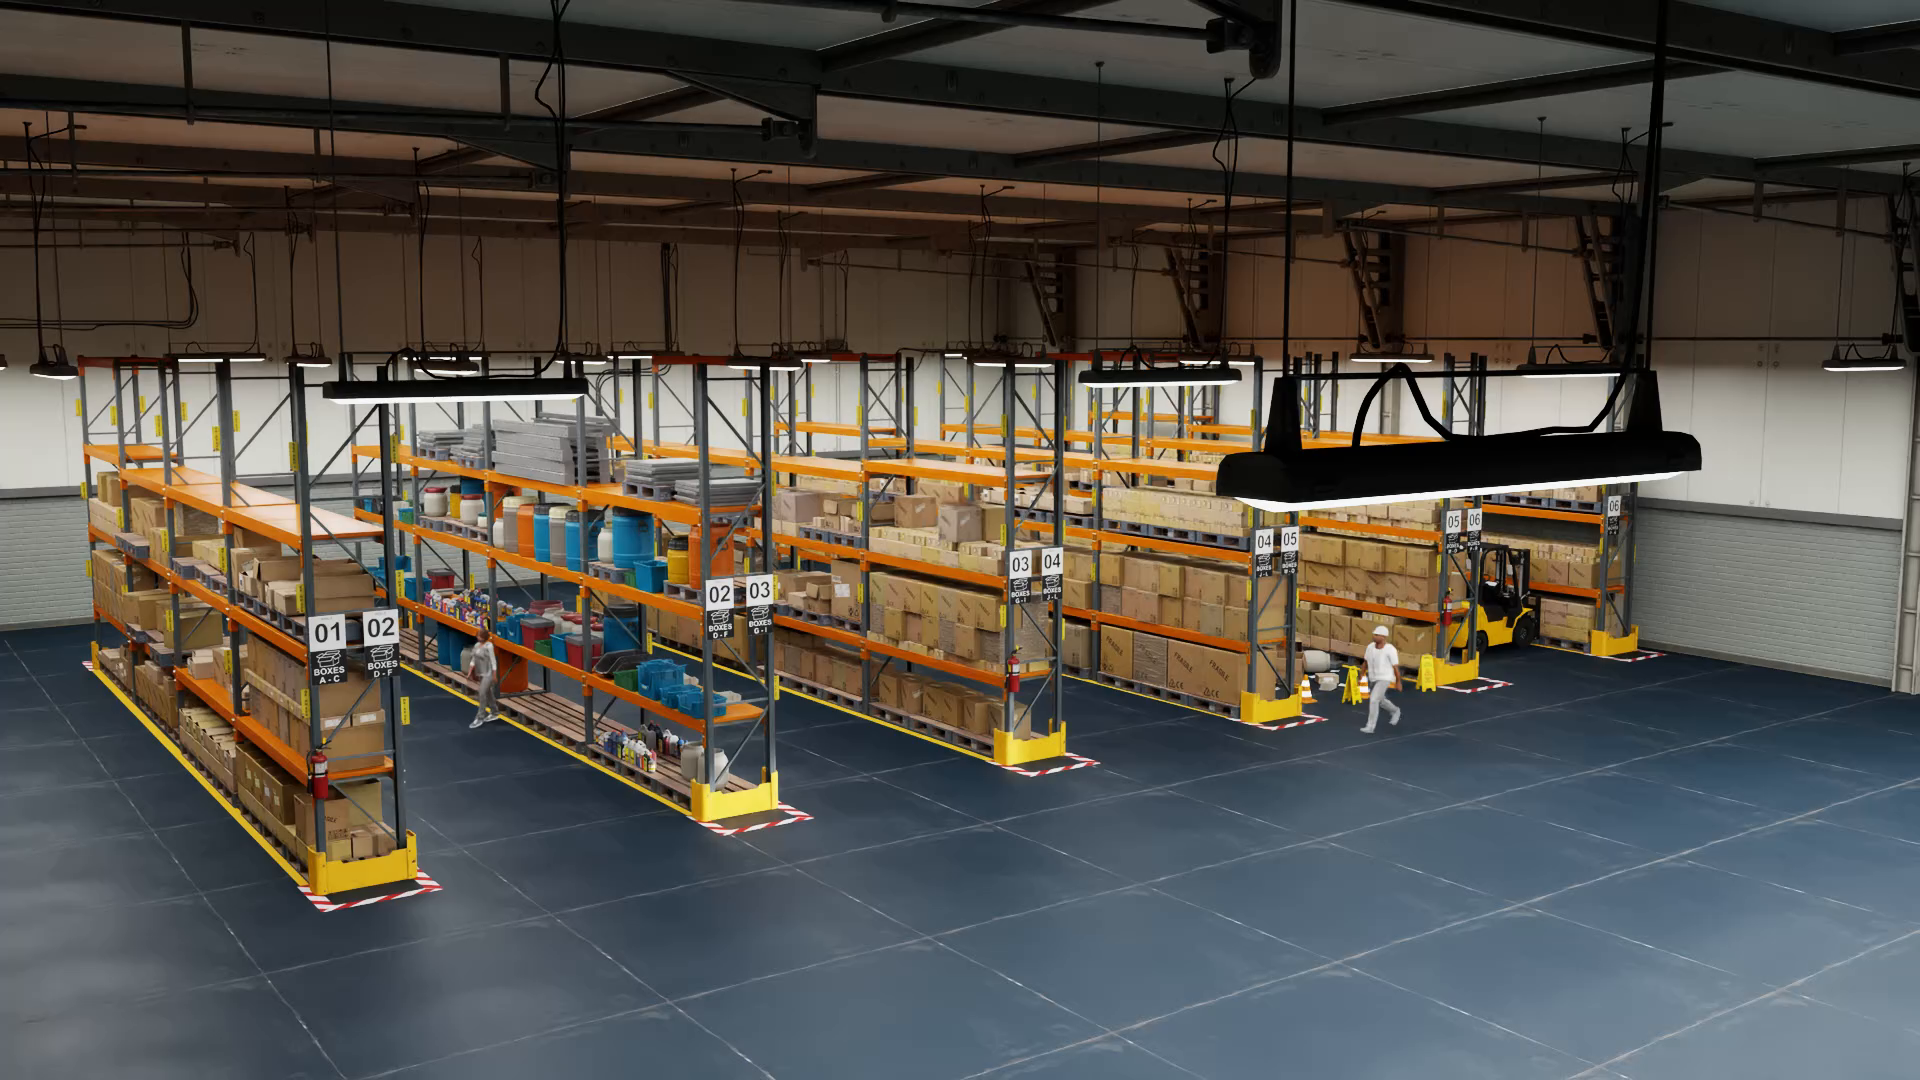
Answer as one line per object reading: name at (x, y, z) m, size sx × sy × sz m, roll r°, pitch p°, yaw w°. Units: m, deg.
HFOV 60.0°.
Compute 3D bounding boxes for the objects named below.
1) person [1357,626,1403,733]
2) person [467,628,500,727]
person at (6.797, 2.233, 26.847) m, size 1.038 × 1.716 × 0.622 m, roll -4°, pitch 8°, yaw -31°
person at (-7.844, 2.238, 27.305) m, size 0.433 × 1.601 × 0.627 m, roll 6°, pitch 9°, yaw 43°
